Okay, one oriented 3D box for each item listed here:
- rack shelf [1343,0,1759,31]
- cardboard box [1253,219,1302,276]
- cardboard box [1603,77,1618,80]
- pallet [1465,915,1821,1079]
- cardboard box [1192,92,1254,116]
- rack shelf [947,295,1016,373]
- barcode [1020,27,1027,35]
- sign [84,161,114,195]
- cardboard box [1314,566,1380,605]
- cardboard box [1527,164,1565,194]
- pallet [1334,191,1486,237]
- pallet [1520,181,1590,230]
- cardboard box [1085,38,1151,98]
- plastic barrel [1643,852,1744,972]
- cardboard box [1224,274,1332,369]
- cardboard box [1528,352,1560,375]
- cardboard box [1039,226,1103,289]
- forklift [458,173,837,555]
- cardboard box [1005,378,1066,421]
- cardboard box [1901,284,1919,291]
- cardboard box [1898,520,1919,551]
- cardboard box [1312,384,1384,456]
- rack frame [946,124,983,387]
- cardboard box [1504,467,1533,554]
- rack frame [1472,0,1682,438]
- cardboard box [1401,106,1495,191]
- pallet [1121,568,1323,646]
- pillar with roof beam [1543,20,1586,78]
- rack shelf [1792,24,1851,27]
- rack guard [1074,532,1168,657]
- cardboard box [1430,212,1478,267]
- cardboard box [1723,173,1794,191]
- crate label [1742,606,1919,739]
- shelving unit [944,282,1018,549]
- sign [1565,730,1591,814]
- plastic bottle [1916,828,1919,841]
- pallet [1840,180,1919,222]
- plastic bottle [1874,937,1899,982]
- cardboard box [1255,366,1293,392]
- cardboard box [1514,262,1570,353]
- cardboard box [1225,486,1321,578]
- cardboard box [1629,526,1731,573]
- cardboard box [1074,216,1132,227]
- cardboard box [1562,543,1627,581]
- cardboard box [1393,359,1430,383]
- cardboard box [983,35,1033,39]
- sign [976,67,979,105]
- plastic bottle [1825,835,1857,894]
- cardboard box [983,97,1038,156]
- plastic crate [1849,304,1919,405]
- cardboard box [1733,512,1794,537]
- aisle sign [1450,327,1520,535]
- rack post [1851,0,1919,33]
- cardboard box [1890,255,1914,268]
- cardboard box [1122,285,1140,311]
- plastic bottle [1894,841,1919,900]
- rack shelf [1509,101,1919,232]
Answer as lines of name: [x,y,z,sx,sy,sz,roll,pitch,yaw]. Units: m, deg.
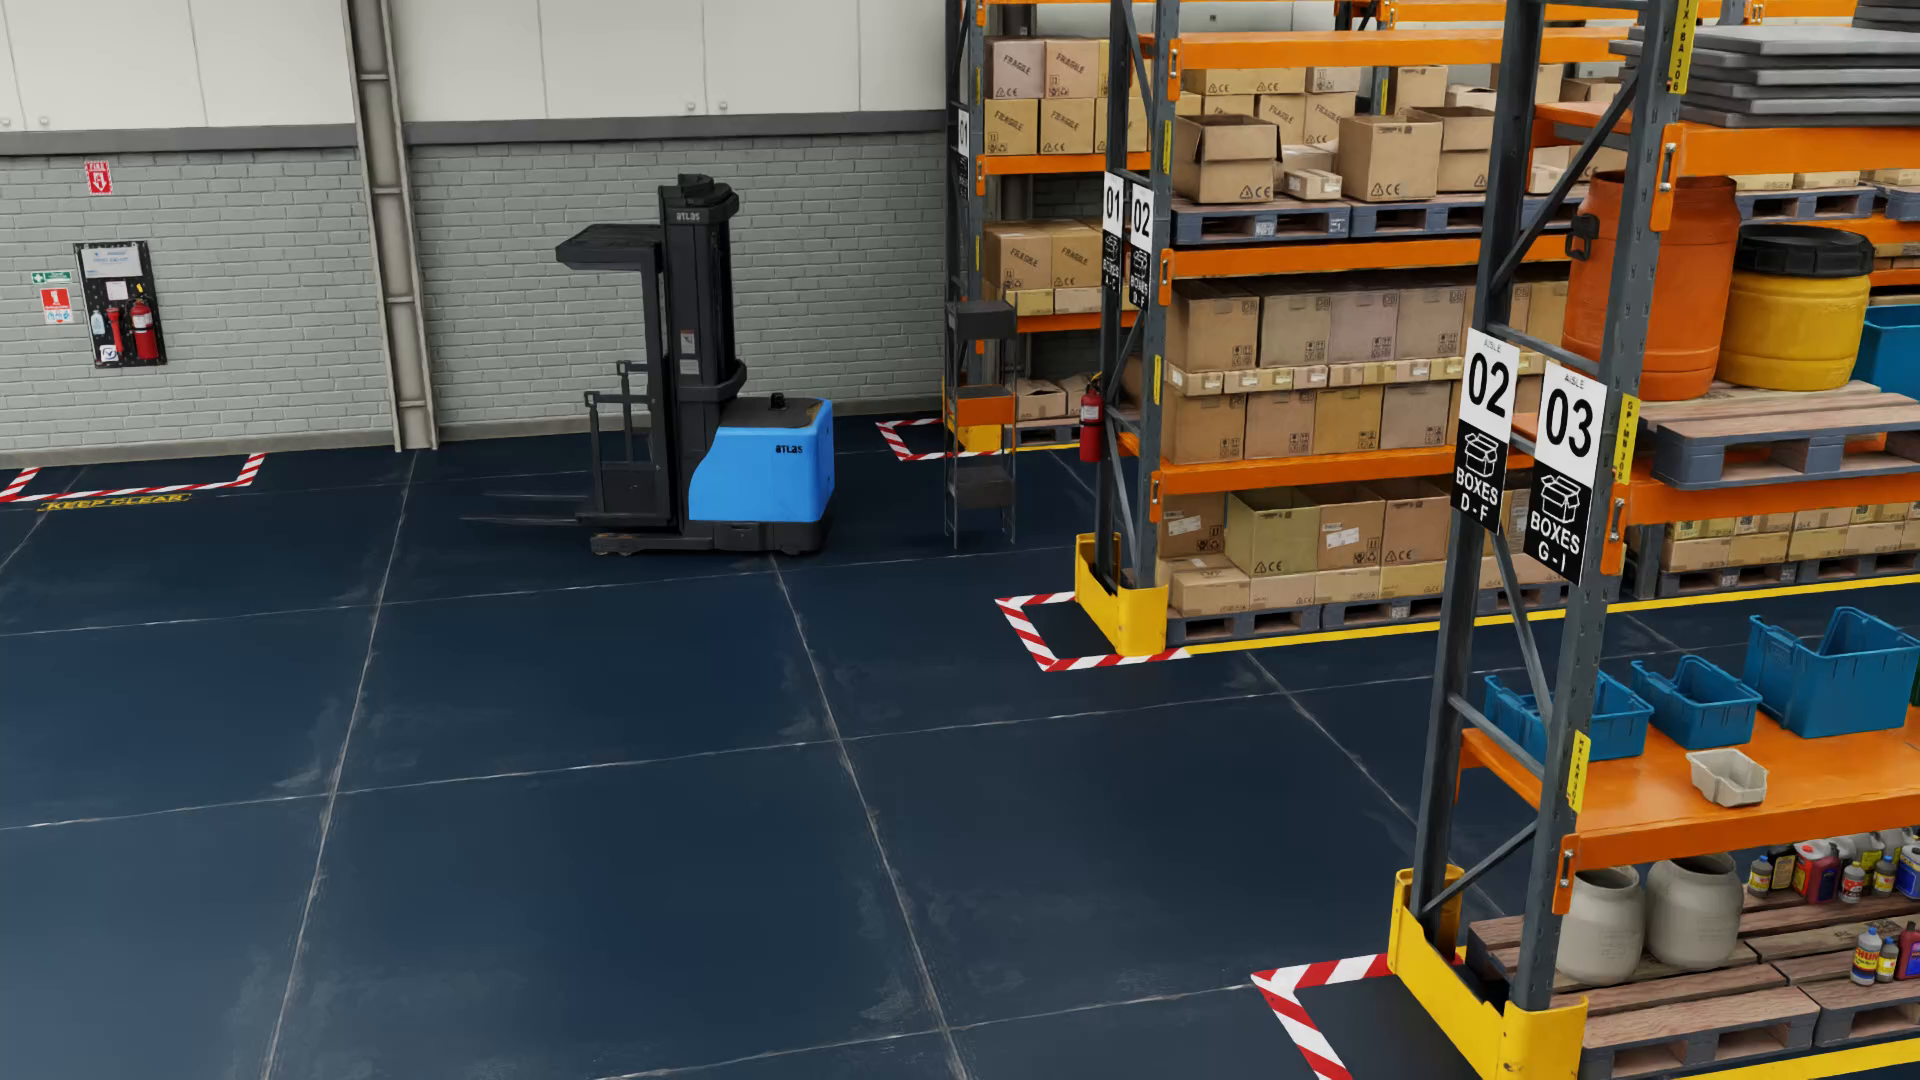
rack shelf: [5.874,-5.223,16.617,4.000,0.370,1.077,-5,21,-12]
cardboard box: [3.055,-2.882,16.420,0.500,0.500,0.500,-5,21,-13]
cardboard box: [7.067,-4.575,17.407,0.500,0.500,0.500,-5,21,-12]
pallet: [3.170,2.085,7.817,1.213,0.211,1.003,-5,21,-12]
cardboard box: [2.468,-4.023,15.901,0.500,0.500,0.500,-5,21,-15]
rack shelf: [0.161,-1.644,13.253,0.480,0.518,0.431,-5,21,-12]
barcode: [0.611,-4.887,15.962,0.075,0.075,0.001,-5,21,-12]
sign: [-7.766,-3.265,14.997,0.199,0.298,0.001,-5,21,-12]
cardboard box: [2.724,0.247,12.167,0.500,0.250,0.500,-5,21,-12]
cardboard box: [3.960,-2.482,11.419,0.250,0.149,0.380,-5,21,-12]
pallet: [3.062,-2.311,11.530,1.213,0.211,1.003,-5,21,-12]
pallet: [4.247,-2.406,11.790,1.213,0.211,1.003,-5,21,-12]
cardboard box: [1.462,-4.407,15.496,0.500,0.500,0.500,-4,21,-11]
plastic barrel: [3.426,1.713,7.783,0.421,0.512,0.421,0,20,0]
cardboard box: [2.198,-1.535,11.613,0.500,0.500,0.700,-5,21,-14]
cardboard box: [4.105,-1.312,11.947,0.250,0.149,0.380,-5,21,-13]
cardboard box: [1.052,-2.721,15.980,0.500,0.500,0.500,-5,21,-12]
forklift: [-2.594,-1.432,13.462,3.031,2.935,1.130,1,20,3]
cardboard box: [0.729,-1.425,16.614,0.500,0.311,0.500,-7,21,-19]
cardboard box: [11.111,-2.499,18.791,0.750,0.750,0.750,-4,21,-12]
cardboard box: [7.517,-0.134,13.207,0.500,0.250,0.500,-4,21,-11]
cardboard box: [2.631,-0.959,11.926,0.500,0.500,0.700,-5,21,-12]
rack frame: [0.035,-2.457,16.160,0.127,3.000,1.000,-5,21,-12]
cardboard box: [4.181,-0.228,12.373,0.500,0.500,0.500,-5,21,-12]
rack frame: [2.315,-1.957,6.075,0.127,3.000,1.000,-5,21,-12]
cardboard box: [3.440,-2.747,11.628,0.637,0.503,0.797,-2,20,-6]
pallet: [1.913,0.436,12.318,1.213,0.211,1.003,-5,21,-12]
pillar with roof beam: [7.347,-4.653,13.433,0.400,9.000,9.100,-5,21,-12]
rack shelf: [7.018,-3.565,12.092,4.000,0.370,1.077,-5,21,-12]
rack guard: [1.155,0.377,12.059,0.348,0.500,1.175,-5,21,-12]
cardboard box: [4.977,-3.098,17.125,0.500,0.500,0.700,-3,20,-7]
cardboard box: [5.673,-2.696,12.061,0.500,0.250,0.500,-3,20,-7]
crate label: [4.044,0.607,7.746,0.616,0.435,0.502,-5,21,-12]
shelving unit: [0.161,-0.999,13.489,0.503,2.100,0.431,-5,21,-12]
sign: [2.437,0.914,6.556,0.005,0.325,0.100,-5,21,-12]
plastic bottle: [4.973,1.551,8.530,0.133,0.283,0.061,-4,20,-10]
pallet: [7.237,-2.579,12.407,1.213,0.211,1.003,-4,20,-10]
plastic bottle: [4.252,1.919,7.642,0.097,0.201,0.097,0,20,0]
cardboard box: [2.110,-1.150,11.506,0.250,0.149,0.380,-5,21,-12]
cardboard box: [4.150,-1.694,12.046,0.500,0.500,0.700,-5,21,-13]
cardboard box: [2.238,-0.065,11.929,0.500,0.500,0.500,-5,21,-12]
cardboard box: [5.521,0.029,12.760,0.500,0.250,0.500,-5,21,-14]
cardboard box: [1.439,-2.935,16.565,0.500,0.500,0.500,-5,21,-14]
cardboard box: [4.670,0.088,12.600,0.500,0.250,0.500,-5,21,-12]
cardboard box: [3.106,-1.231,11.725,0.250,0.149,0.380,-4,21,-12]
cardboard box: [0.395,-4.513,15.784,0.500,0.500,0.500,-4,20,-10]
sign: [0.160,-4.094,14.998,0.005,0.325,0.100,-5,21,-12]
plastic bottle: [4.388,1.618,8.357,0.135,0.276,0.152,-5,21,-14]
cardboard box: [0.418,-3.864,15.467,0.500,0.500,0.500,-4,21,-11]
plastic crate: [4.101,-0.793,7.281,0.575,0.384,0.392,-5,21,-12]
cardboard box: [6.019,-0.272,12.768,0.500,0.311,0.500,-5,21,-13]
aisle sign: [2.177,-0.455,6.916,0.004,0.787,0.394,-5,21,-12]
rack post: [4.193,-2.086,6.536,0.954,0.300,0.937,-5,21,-13]
cardboard box: [10.203,-3.091,18.227,0.250,0.149,0.380,-5,21,-14]
cardboard box: [1.582,-2.412,16.228,0.500,0.250,0.500,-5,21,-13]
plastic bottle: [4.788,1.636,8.307,0.135,0.276,0.152,-5,21,-12]
rack shelf: [4.261,-1.590,6.700,4.000,0.370,1.077,-5,21,-12]
